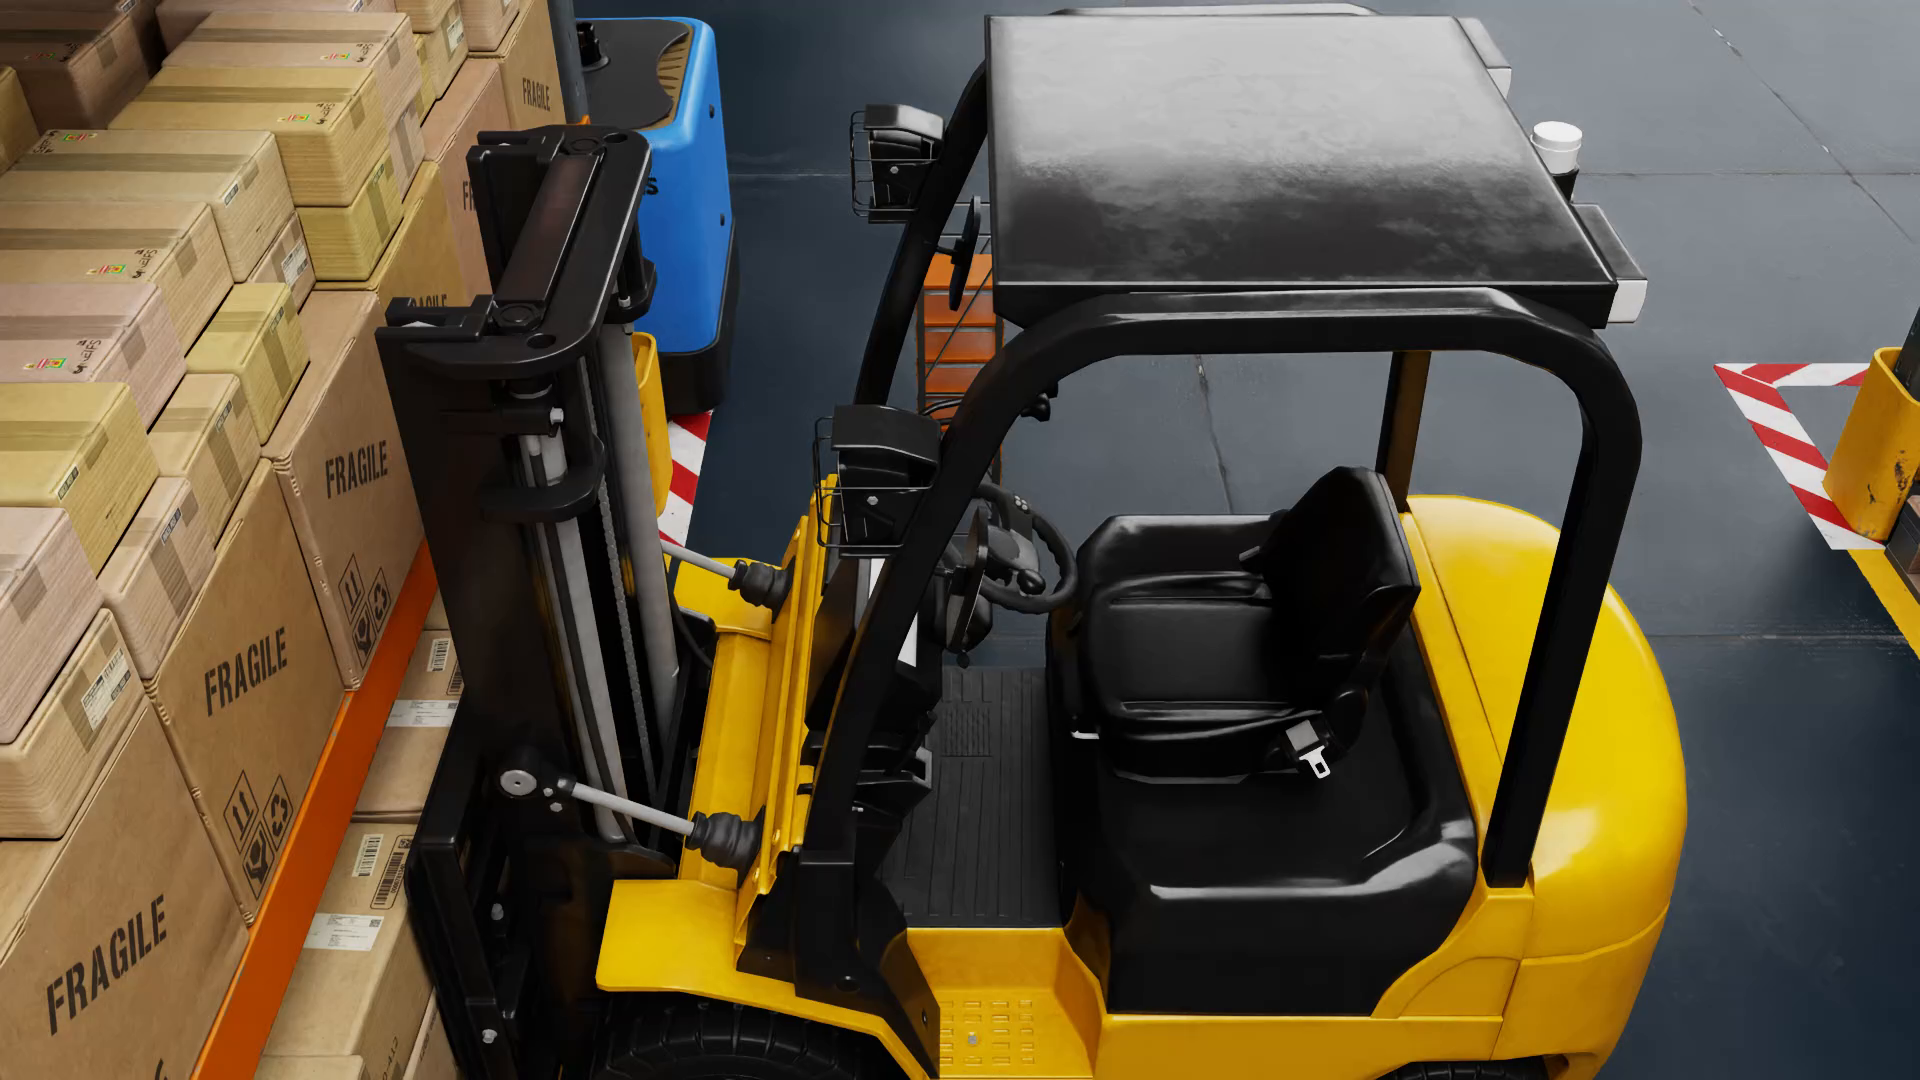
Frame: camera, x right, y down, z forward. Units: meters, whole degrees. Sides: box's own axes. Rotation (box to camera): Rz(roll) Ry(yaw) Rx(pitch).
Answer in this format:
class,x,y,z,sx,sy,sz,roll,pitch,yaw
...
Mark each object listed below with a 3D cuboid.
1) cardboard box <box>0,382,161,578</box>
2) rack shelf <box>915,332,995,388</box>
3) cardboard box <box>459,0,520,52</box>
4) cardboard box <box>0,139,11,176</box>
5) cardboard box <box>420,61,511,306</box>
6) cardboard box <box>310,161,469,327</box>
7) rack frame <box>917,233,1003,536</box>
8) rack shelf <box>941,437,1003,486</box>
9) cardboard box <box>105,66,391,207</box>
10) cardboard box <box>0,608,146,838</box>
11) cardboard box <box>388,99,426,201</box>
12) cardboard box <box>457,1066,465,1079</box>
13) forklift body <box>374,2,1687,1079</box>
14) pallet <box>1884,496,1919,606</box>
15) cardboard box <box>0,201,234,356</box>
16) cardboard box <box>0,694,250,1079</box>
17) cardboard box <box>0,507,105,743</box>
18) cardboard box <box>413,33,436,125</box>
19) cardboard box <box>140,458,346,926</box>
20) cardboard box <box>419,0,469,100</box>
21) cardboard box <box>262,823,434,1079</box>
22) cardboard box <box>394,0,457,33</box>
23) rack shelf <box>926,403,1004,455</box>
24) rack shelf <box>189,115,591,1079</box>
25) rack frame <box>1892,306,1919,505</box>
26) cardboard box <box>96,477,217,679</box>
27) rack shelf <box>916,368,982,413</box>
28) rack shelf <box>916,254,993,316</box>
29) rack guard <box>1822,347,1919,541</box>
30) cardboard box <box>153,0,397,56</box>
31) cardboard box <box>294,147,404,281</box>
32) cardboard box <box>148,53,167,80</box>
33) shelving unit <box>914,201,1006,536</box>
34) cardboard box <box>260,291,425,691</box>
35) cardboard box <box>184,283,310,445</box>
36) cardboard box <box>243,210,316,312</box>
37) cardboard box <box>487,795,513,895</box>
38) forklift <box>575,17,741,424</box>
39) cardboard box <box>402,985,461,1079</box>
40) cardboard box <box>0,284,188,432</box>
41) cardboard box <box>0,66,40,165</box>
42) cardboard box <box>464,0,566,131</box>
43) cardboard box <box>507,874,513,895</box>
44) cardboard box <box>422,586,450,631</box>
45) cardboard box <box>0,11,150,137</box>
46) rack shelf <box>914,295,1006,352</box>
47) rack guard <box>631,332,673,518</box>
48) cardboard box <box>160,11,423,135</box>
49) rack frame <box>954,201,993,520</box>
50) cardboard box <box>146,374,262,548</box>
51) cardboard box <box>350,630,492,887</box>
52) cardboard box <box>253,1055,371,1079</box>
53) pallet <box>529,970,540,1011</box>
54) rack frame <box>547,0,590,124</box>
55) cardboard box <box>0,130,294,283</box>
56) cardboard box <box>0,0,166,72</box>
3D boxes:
class,x,y,z,sx,sy,sz,roll,pitch,yaw
cardboard box,-1.265,-0.070,2.103,0.380,0.149,0.250,-1,39,-1
rack shelf,0.000,-0.536,4.839,0.258,0.103,0.180,0,39,0
cardboard box,-1.230,-1.233,3.792,0.380,0.149,0.250,1,39,1
cardboard box,-1.781,-0.548,2.699,0.380,0.149,0.250,0,39,0
cardboard box,-1.286,-0.725,3.676,0.500,0.500,0.500,1,39,1
cardboard box,-1.285,-0.404,3.276,0.500,0.500,0.500,-1,39,-1
rack frame,0.000,-0.420,4.815,0.240,1.200,0.006,0,39,0
rack shelf,0.000,-0.255,5.064,0.258,0.103,0.180,0,39,0
cardboard box,-1.228,-0.704,2.893,0.380,0.149,0.250,1,39,1
cardboard box,-1.230,0.213,1.987,0.380,0.149,0.250,1,39,1
cardboard box,-1.255,-0.749,3.187,0.380,0.149,0.250,-1,39,-2
cardboard box,-1.238,1.151,3.278,0.500,0.250,0.500,1,39,1
forklift body,0.286,0.198,3.283,2.313,2.155,1.214,0,39,0
pallet,3.389,0.320,4.682,1.003,0.211,1.213,0,39,0
cardboard box,-1.339,-0.385,2.496,0.380,0.149,0.250,0,39,0
cardboard box,-1.293,0.541,2.096,0.500,0.500,0.500,1,39,1
cardboard box,-1.237,0.092,1.900,0.380,0.149,0.250,1,39,1
cardboard box,-1.302,-0.916,3.396,0.380,0.149,0.250,0,39,0
cardboard box,-1.294,0.225,2.491,0.500,0.500,0.500,0,39,0
cardboard box,-1.291,-1.071,3.589,0.380,0.149,0.250,1,39,1
cardboard box,-1.225,0.769,2.955,0.500,0.250,0.500,1,39,1
cardboard box,-1.271,-1.184,3.493,0.380,0.149,0.250,1,39,1
rack shelf,0.000,-0.349,4.989,0.258,0.103,0.180,0,39,0
rack shelf,-1.538,0.214,3.160,1.077,0.370,4.000,0,39,0
rack frame,3.423,-1.324,4.503,1.000,3.000,0.127,0,39,0
cardboard box,-1.228,0.049,2.192,0.380,0.149,0.250,0,39,-1
rack shelf,0.000,-0.443,4.914,0.258,0.103,0.180,0,39,0
rack shelf,0.000,-0.724,4.689,0.258,0.103,0.180,0,39,0
rack guard,3.423,-0.301,5.225,1.175,0.500,0.348,0,39,0
cardboard box,-1.345,-1.028,3.298,0.380,0.149,0.250,0,39,0
cardboard box,-1.234,-0.591,2.990,0.380,0.149,0.250,0,39,0
cardboard box,-1.802,-0.917,3.397,0.380,0.149,0.250,-1,39,-2
shelving unit,0.000,-0.477,4.886,0.258,1.200,0.189,0,39,0
cardboard box,-1.274,-0.090,2.884,0.500,0.500,0.500,0,39,0
cardboard box,-1.255,-0.275,2.596,0.380,0.149,0.250,-1,39,-1
cardboard box,-1.324,-0.435,2.795,0.380,0.149,0.250,0,39,0
cardboard box,-1.219,0.650,3.504,0.500,0.250,0.500,0,39,0
forklift,-2.342,-1.809,5.164,3.031,2.935,1.130,-1,39,-2
cardboard box,-1.220,0.966,3.109,0.500,0.250,0.500,0,39,0
cardboard box,-1.321,-0.230,2.301,0.380,0.149,0.250,0,39,0
cardboard box,-1.860,-0.703,2.892,0.380,0.149,0.250,-1,39,-1
cardboard box,-1.278,-1.049,4.081,0.500,0.500,0.500,-1,39,-1
cardboard box,-1.219,0.834,3.674,0.500,0.250,0.500,1,39,1
cardboard box,-1.211,0.124,3.760,0.500,0.250,0.500,0,39,1
cardboard box,-1.762,-0.867,3.097,0.380,0.149,0.250,1,39,1
rack shelf,0.000,-0.630,4.764,0.258,0.103,0.180,0,39,0
rack guard,-1.541,-0.357,5.296,1.175,0.500,0.348,0,39,0
cardboard box,-1.234,-0.866,3.095,0.380,0.149,0.250,1,39,1
rack frame,0.000,-0.534,4.957,0.240,1.200,0.006,0,39,0
cardboard box,-1.246,-0.108,2.388,0.380,0.149,0.250,-1,39,-1
cardboard box,-1.218,0.441,3.365,0.500,0.250,0.500,-1,39,-1
cardboard box,-1.213,1.080,2.567,0.500,0.250,0.500,0,39,0
pallet,-1.499,1.010,3.821,1.003,0.211,1.213,0,39,0
rack frame,-1.541,-1.318,4.496,1.000,3.000,0.127,0,39,0
cardboard box,-1.322,-0.543,2.692,0.380,0.149,0.250,0,39,1
cardboard box,-1.788,-1.032,3.303,0.380,0.149,0.250,0,39,0
